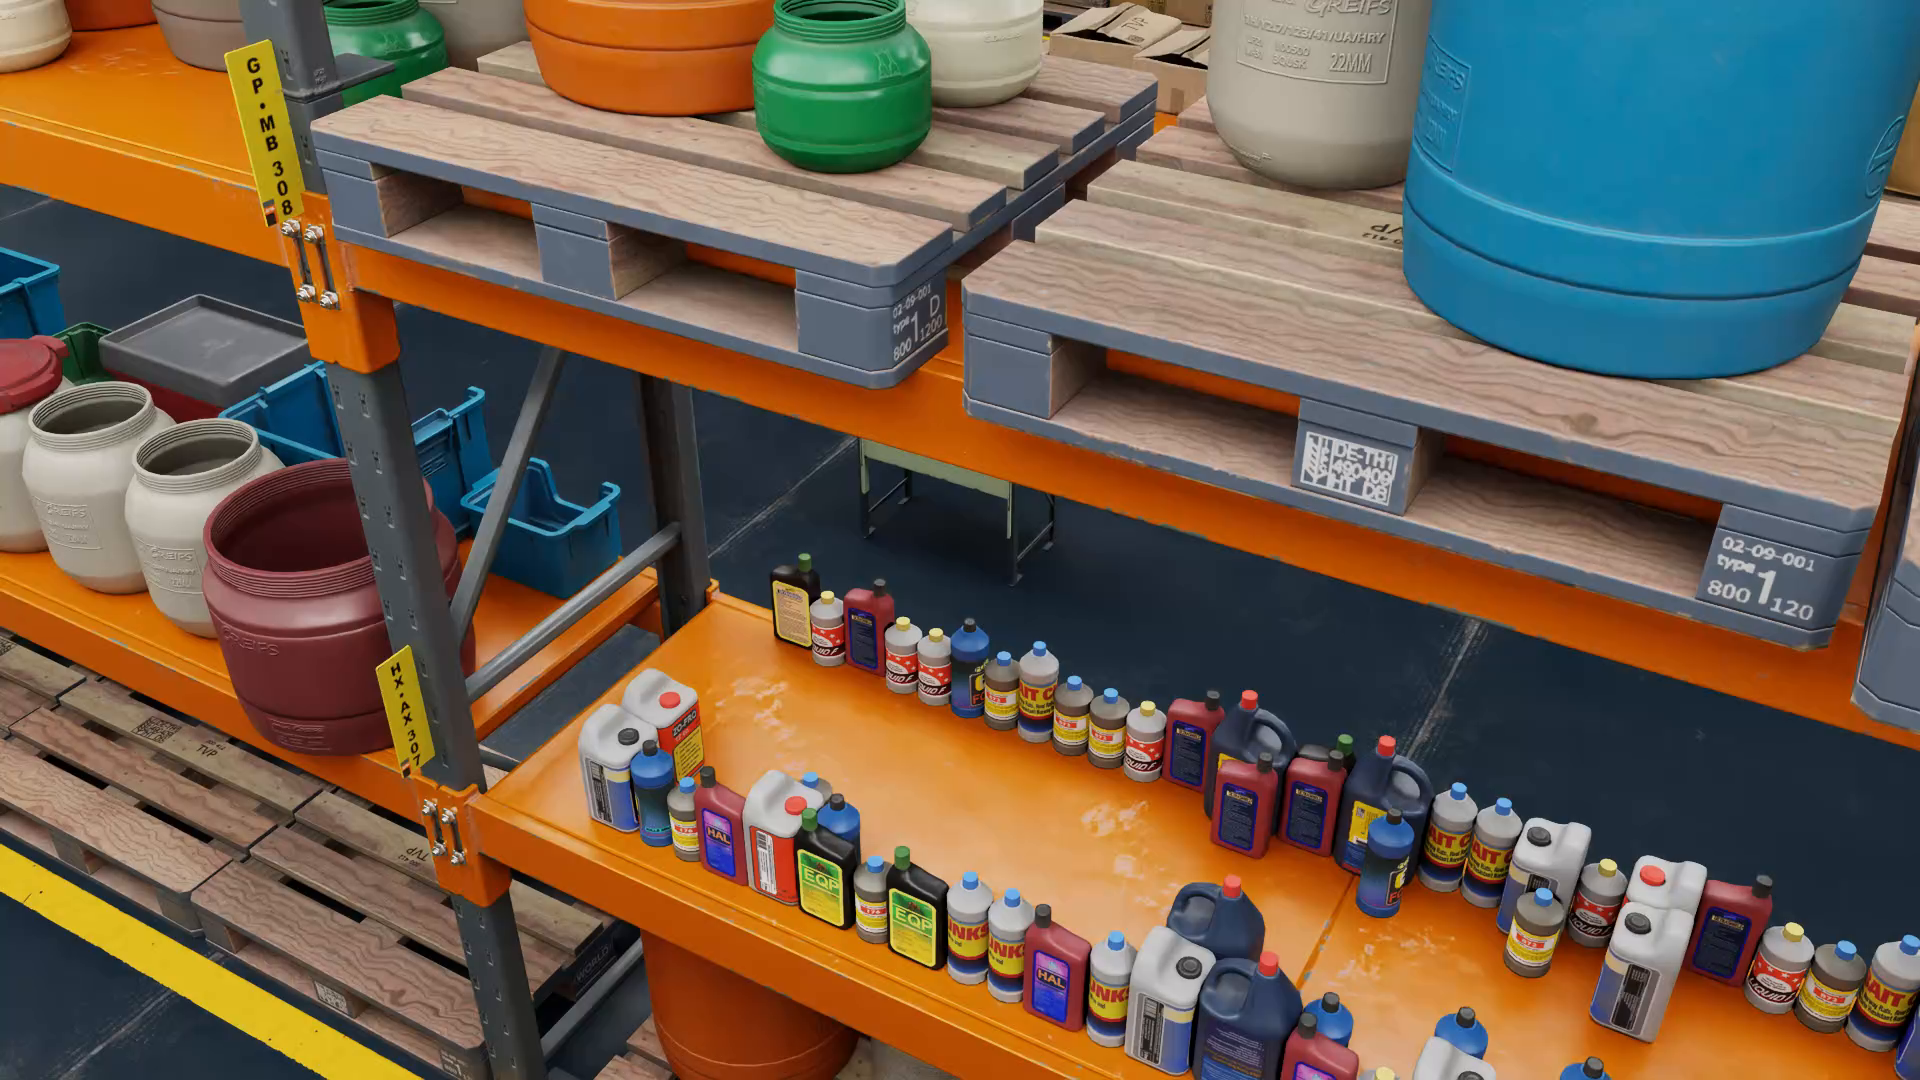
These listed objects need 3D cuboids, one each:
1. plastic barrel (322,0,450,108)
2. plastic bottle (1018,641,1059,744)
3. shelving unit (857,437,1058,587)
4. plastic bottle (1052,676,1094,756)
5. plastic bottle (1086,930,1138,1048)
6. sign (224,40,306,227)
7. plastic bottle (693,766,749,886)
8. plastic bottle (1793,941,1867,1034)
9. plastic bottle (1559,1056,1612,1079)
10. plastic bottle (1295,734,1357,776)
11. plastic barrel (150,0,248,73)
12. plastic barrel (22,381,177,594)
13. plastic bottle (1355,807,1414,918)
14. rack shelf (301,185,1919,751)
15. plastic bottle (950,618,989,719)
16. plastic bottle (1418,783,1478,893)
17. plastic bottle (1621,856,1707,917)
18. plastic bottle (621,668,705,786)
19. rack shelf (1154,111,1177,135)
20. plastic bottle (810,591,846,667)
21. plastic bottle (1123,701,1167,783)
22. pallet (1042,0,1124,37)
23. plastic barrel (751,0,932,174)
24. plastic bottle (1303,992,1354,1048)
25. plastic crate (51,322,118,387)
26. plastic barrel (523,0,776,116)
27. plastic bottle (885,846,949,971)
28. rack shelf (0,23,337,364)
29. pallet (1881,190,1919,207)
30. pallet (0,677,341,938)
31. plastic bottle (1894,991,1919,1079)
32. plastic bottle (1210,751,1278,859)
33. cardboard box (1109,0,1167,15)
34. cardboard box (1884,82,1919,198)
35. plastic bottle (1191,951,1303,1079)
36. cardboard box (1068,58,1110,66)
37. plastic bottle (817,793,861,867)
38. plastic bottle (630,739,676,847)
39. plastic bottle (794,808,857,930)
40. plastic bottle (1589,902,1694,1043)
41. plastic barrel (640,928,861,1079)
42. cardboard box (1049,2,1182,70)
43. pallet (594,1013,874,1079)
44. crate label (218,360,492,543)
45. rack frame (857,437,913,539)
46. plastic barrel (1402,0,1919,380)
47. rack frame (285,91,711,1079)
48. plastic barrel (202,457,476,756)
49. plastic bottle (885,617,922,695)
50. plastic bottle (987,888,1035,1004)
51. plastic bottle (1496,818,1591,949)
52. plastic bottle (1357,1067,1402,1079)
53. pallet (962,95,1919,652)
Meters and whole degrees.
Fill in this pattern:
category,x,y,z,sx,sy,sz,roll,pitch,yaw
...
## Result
category,x,y,z,sx,sy,sz,roll,pitch,yaw
plastic barrel,-1.239,-1.030,3.524,0.294,0.245,0.294,0,34,0
plastic bottle,0.193,0.368,4.108,0.097,0.271,0.097,0,34,0
shelving unit,-0.006,-0.626,6.837,0.755,1.500,0.431,18,37,24
plastic bottle,0.278,0.424,4.087,0.097,0.201,0.097,0,34,0
plastic bottle,0.306,0.888,3.327,0.097,0.271,0.097,0,34,0
sign,-1.266,-0.741,3.045,0.005,0.325,0.100,18,37,24
plastic bottle,-0.521,0.632,3.699,0.133,0.283,0.061,18,37,24
plastic bottle,1.772,0.897,3.376,0.097,0.201,0.097,0,34,0
plastic bottle,1.145,1.056,3.073,0.097,0.271,0.097,0,34,0
plastic bottle,0.832,0.553,3.818,0.133,0.283,0.061,18,37,24
plastic barrel,-1.604,-1.590,3.774,0.600,0.901,0.600,0,34,0
plastic barrel,-2.364,-0.145,4.661,0.421,0.512,0.421,0,34,0
plastic bottle,0.928,0.692,3.620,0.097,0.271,0.097,0,34,0
rack shelf,0.737,-0.202,2.790,4.000,0.370,1.077,18,37,24
plastic bottle,0.024,0.314,4.188,0.097,0.271,0.097,0,34,0
plastic bottle,1.084,0.650,3.684,0.097,0.271,0.097,0,34,0
plastic bottle,1.457,0.783,3.479,0.135,0.276,0.152,18,37,24
plastic bottle,-0.708,0.450,3.980,0.135,0.276,0.152,18,37,24
rack shelf,-0.275,-2.436,8.851,4.000,0.370,1.077,18,37,24
plastic bottle,-0.345,0.226,4.383,0.097,0.201,0.097,0,34,0
plastic bottle,0.447,0.477,4.007,0.097,0.201,0.097,0,34,0
pallet,1.120,-4.296,13.512,1.213,0.211,1.003,18,37,24
plastic barrel,-0.193,-0.760,2.739,0.294,0.245,0.294,0,34,0
plastic bottle,0.698,0.973,3.198,0.097,0.271,0.097,0,34,0
plastic crate,-2.820,-0.472,5.443,0.662,0.188,0.450,18,37,24
plastic barrel,-0.508,-1.247,2.944,0.708,0.830,0.600,18,37,24
plastic bottle,-0.088,0.770,3.493,0.133,0.283,0.061,18,37,24
rack shelf,-2.736,-1.302,4.442,4.000,0.370,1.077,18,37,24
pallet,4.295,-1.278,6.636,1.213,0.211,1.003,18,37,24
pallet,-2.708,0.790,5.873,1.213,0.211,1.003,18,37,24
plastic bottle,1.943,0.937,3.248,0.135,0.276,0.152,18,37,24
plastic bottle,0.645,0.586,3.769,0.133,0.283,0.061,18,37,24
cardboard box,1.565,-4.501,13.161,0.500,0.500,0.700,17,37,23
cardboard box,4.006,-1.698,6.625,0.500,0.500,0.700,24,41,32
plastic bottle,0.557,0.919,3.208,0.185,0.351,0.144,18,37,24
cardboard box,0.544,-2.195,8.067,0.250,0.149,0.380,18,37,24
plastic bottle,-0.265,0.668,3.656,0.097,0.271,0.097,0,34,0
plastic bottle,-0.697,0.570,3.804,0.097,0.271,0.097,0,34,0
plastic bottle,-0.288,0.706,3.588,0.133,0.283,0.061,18,37,24
plastic bottle,1.382,0.857,3.369,0.135,0.276,0.152,18,37,24
plastic barrel,-0.566,1.052,4.543,0.708,0.830,0.600,18,37,24
cardboard box,0.781,-2.488,8.360,0.500,0.311,0.500,17,37,24
pallet,-0.294,1.554,4.725,1.213,0.211,1.003,18,37,24
crate label,-1.728,-0.221,4.844,0.616,0.435,0.502,18,37,24
rack frame,-0.324,-0.727,6.988,0.023,1.500,0.400,18,37,24
plastic barrel,0.916,-0.731,2.103,0.708,0.901,0.600,18,37,24
rack frame,-0.999,0.197,4.248,0.127,3.000,1.000,18,37,24
plastic barrel,-1.552,0.159,4.183,0.708,0.536,0.600,18,37,24
plastic bottle,-0.145,0.290,4.288,0.097,0.201,0.097,0,34,0
plastic bottle,0.106,0.824,3.422,0.097,0.271,0.097,0,34,0
plastic bottle,1.256,0.720,3.575,0.135,0.276,0.152,18,37,24
plastic bottle,0.784,1.068,3.119,0.097,0.201,0.097,0,34,0
pallet,0.759,-0.352,2.536,1.213,0.211,1.003,18,37,24
